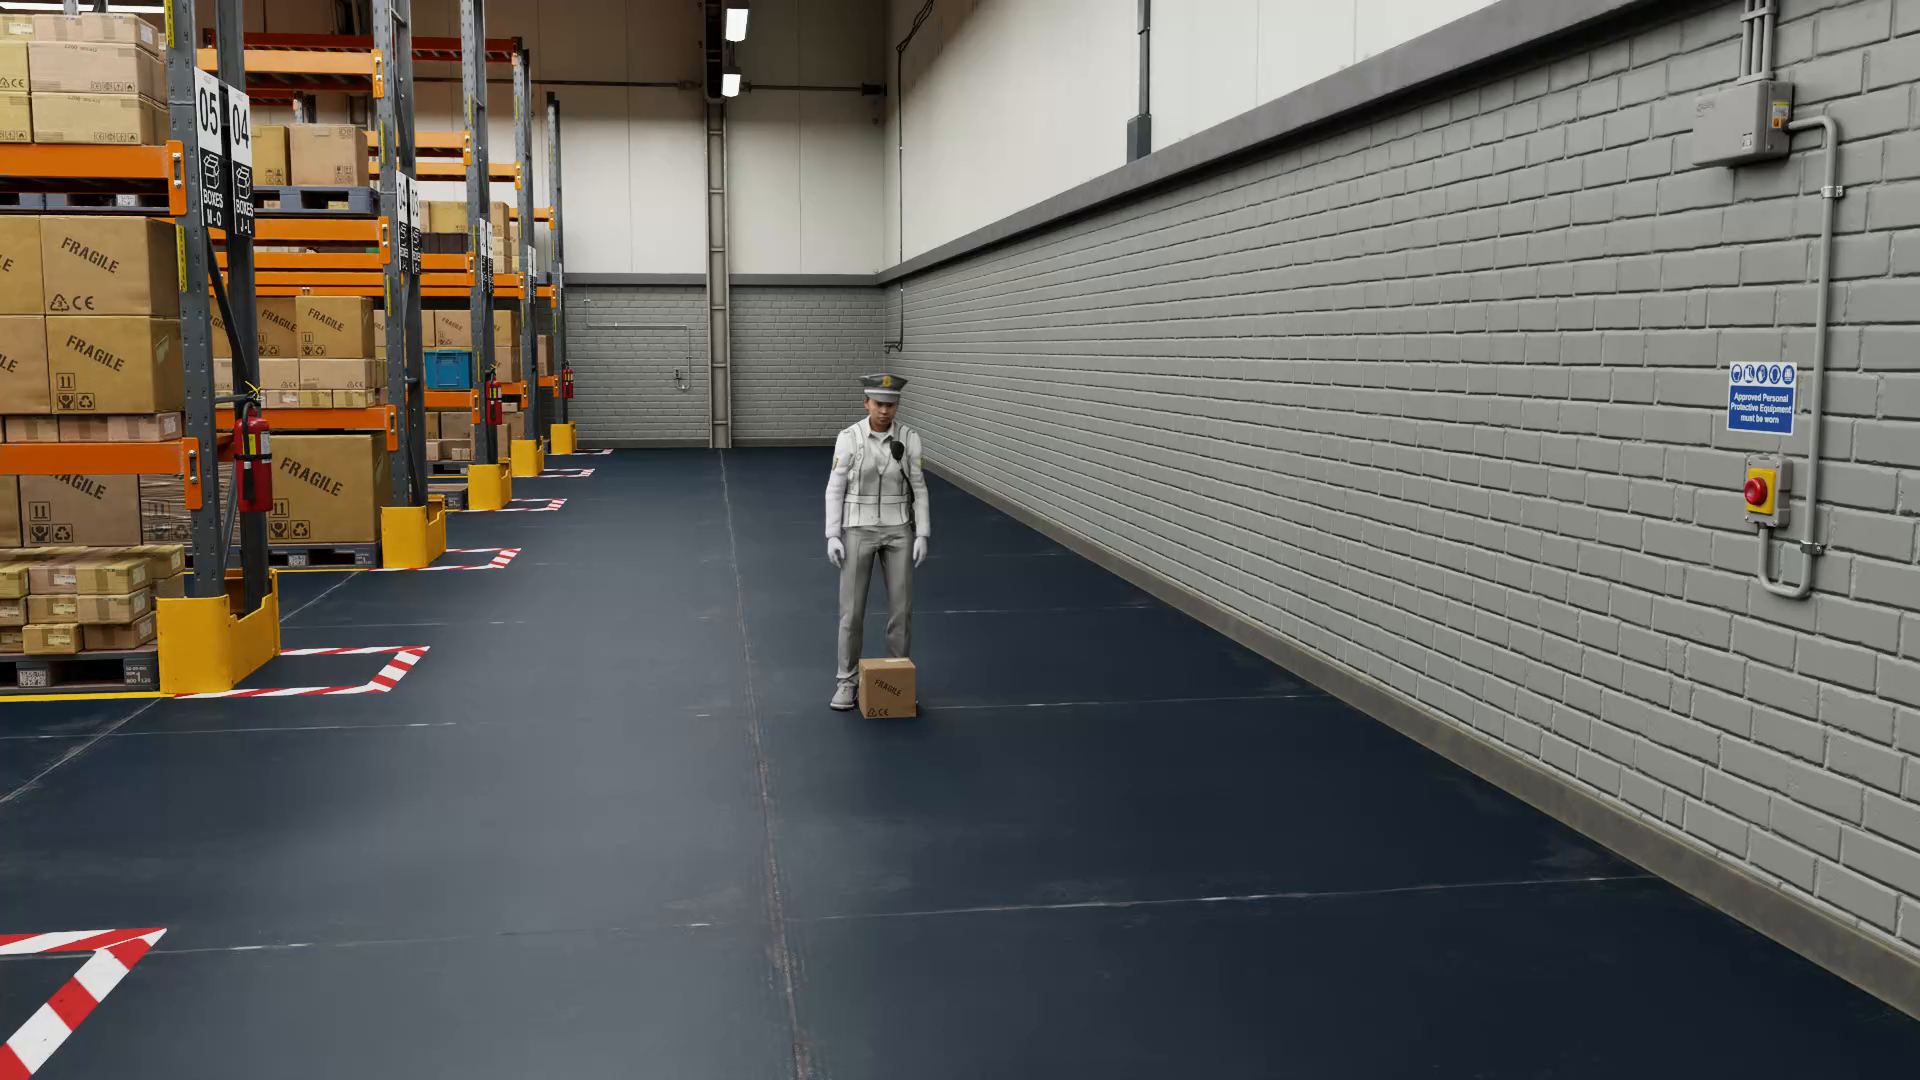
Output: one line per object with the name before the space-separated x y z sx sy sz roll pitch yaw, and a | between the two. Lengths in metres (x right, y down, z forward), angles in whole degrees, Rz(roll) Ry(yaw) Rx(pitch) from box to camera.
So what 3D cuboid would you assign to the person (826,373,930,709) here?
person | -0.410 -0.001 8.333 0.526 1.663 0.375 -1 7 -9
